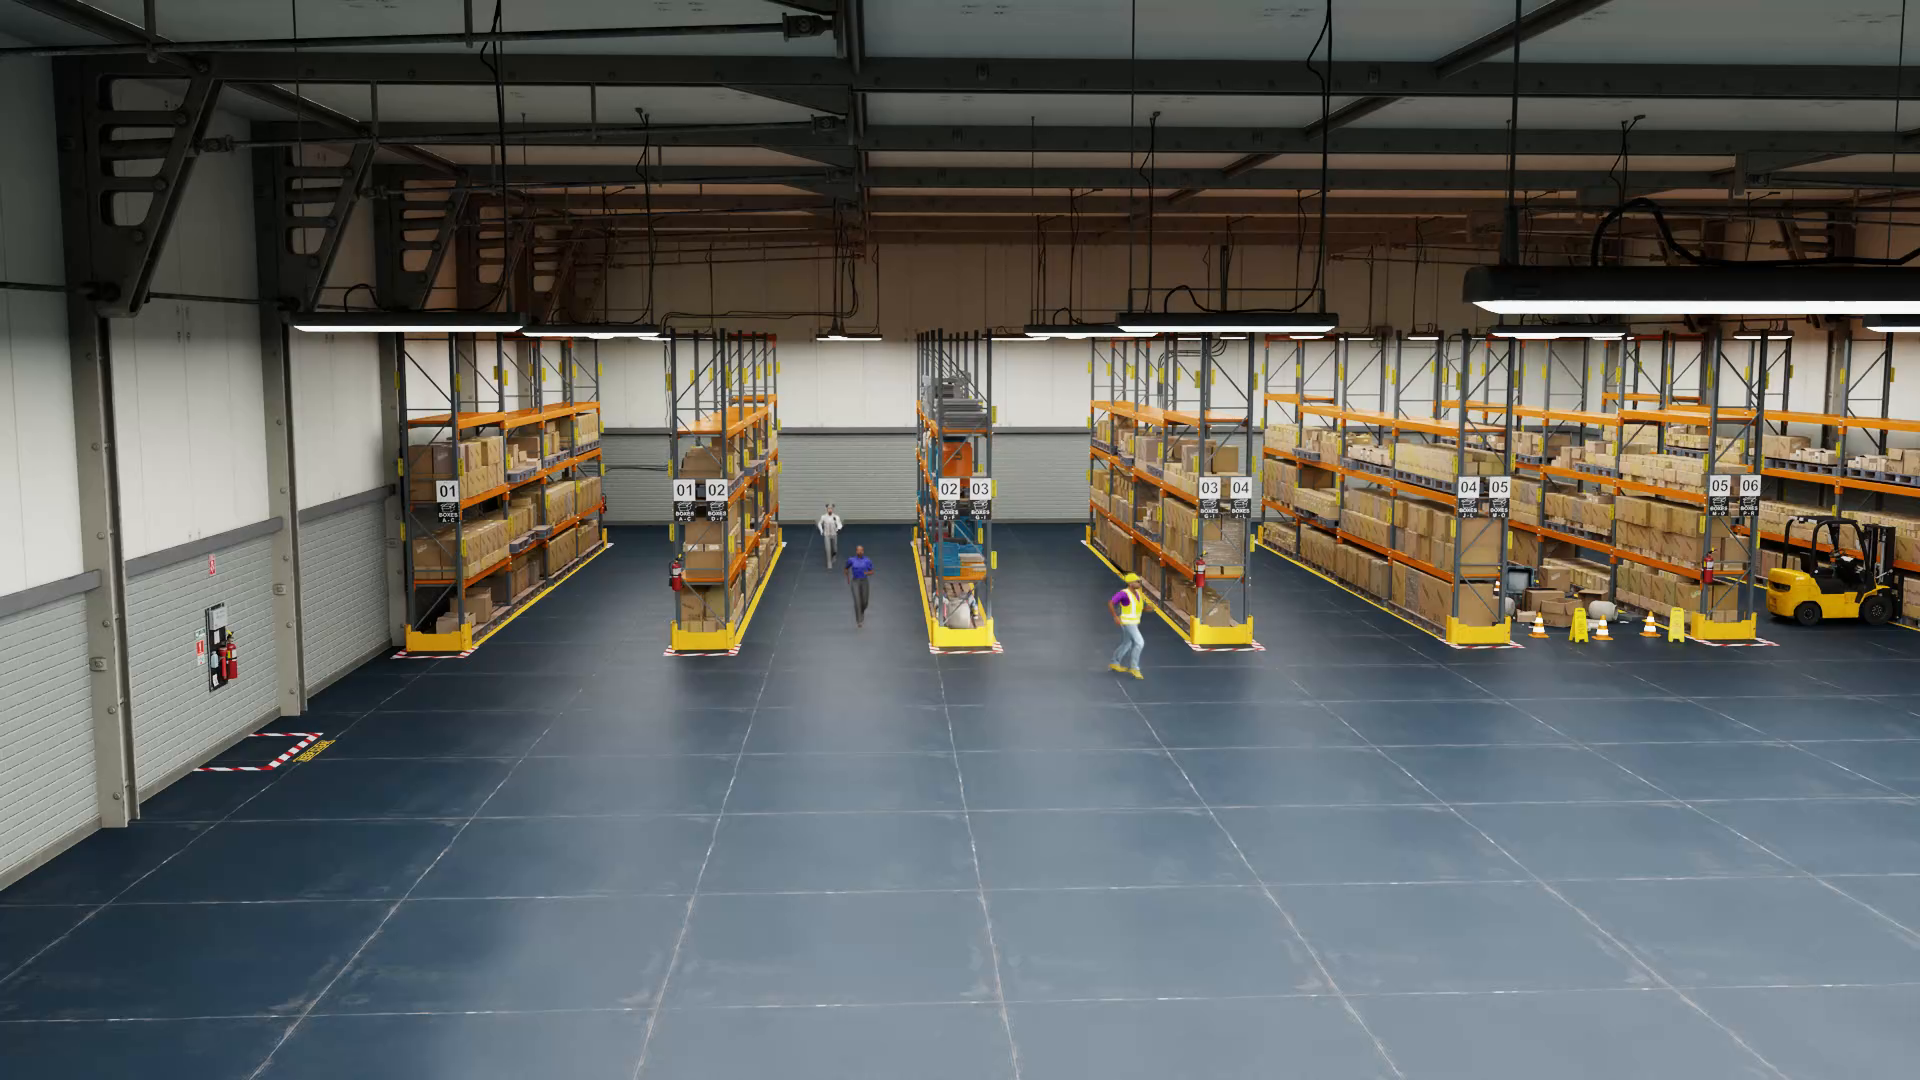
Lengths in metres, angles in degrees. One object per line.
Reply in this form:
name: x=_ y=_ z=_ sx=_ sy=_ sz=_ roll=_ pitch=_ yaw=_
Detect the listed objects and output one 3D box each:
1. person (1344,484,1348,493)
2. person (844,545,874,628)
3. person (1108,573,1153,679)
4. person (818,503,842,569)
person: x=11.384 y=-0.863 z=49.260 sx=0.676 sy=1.609 sz=0.529 roll=-1 pitch=7 yaw=-5
person: x=-2.040 y=0.910 z=33.809 sx=0.583 sy=1.632 sz=0.924 roll=-1 pitch=7 yaw=-12
person: x=2.940 y=1.479 z=28.730 sx=0.775 sy=1.828 sz=0.670 roll=3 pitch=8 yaw=27
person: x=-3.331 y=-0.120 z=42.608 sx=0.623 sy=1.656 sz=0.722 roll=-1 pitch=7 yaw=-7
